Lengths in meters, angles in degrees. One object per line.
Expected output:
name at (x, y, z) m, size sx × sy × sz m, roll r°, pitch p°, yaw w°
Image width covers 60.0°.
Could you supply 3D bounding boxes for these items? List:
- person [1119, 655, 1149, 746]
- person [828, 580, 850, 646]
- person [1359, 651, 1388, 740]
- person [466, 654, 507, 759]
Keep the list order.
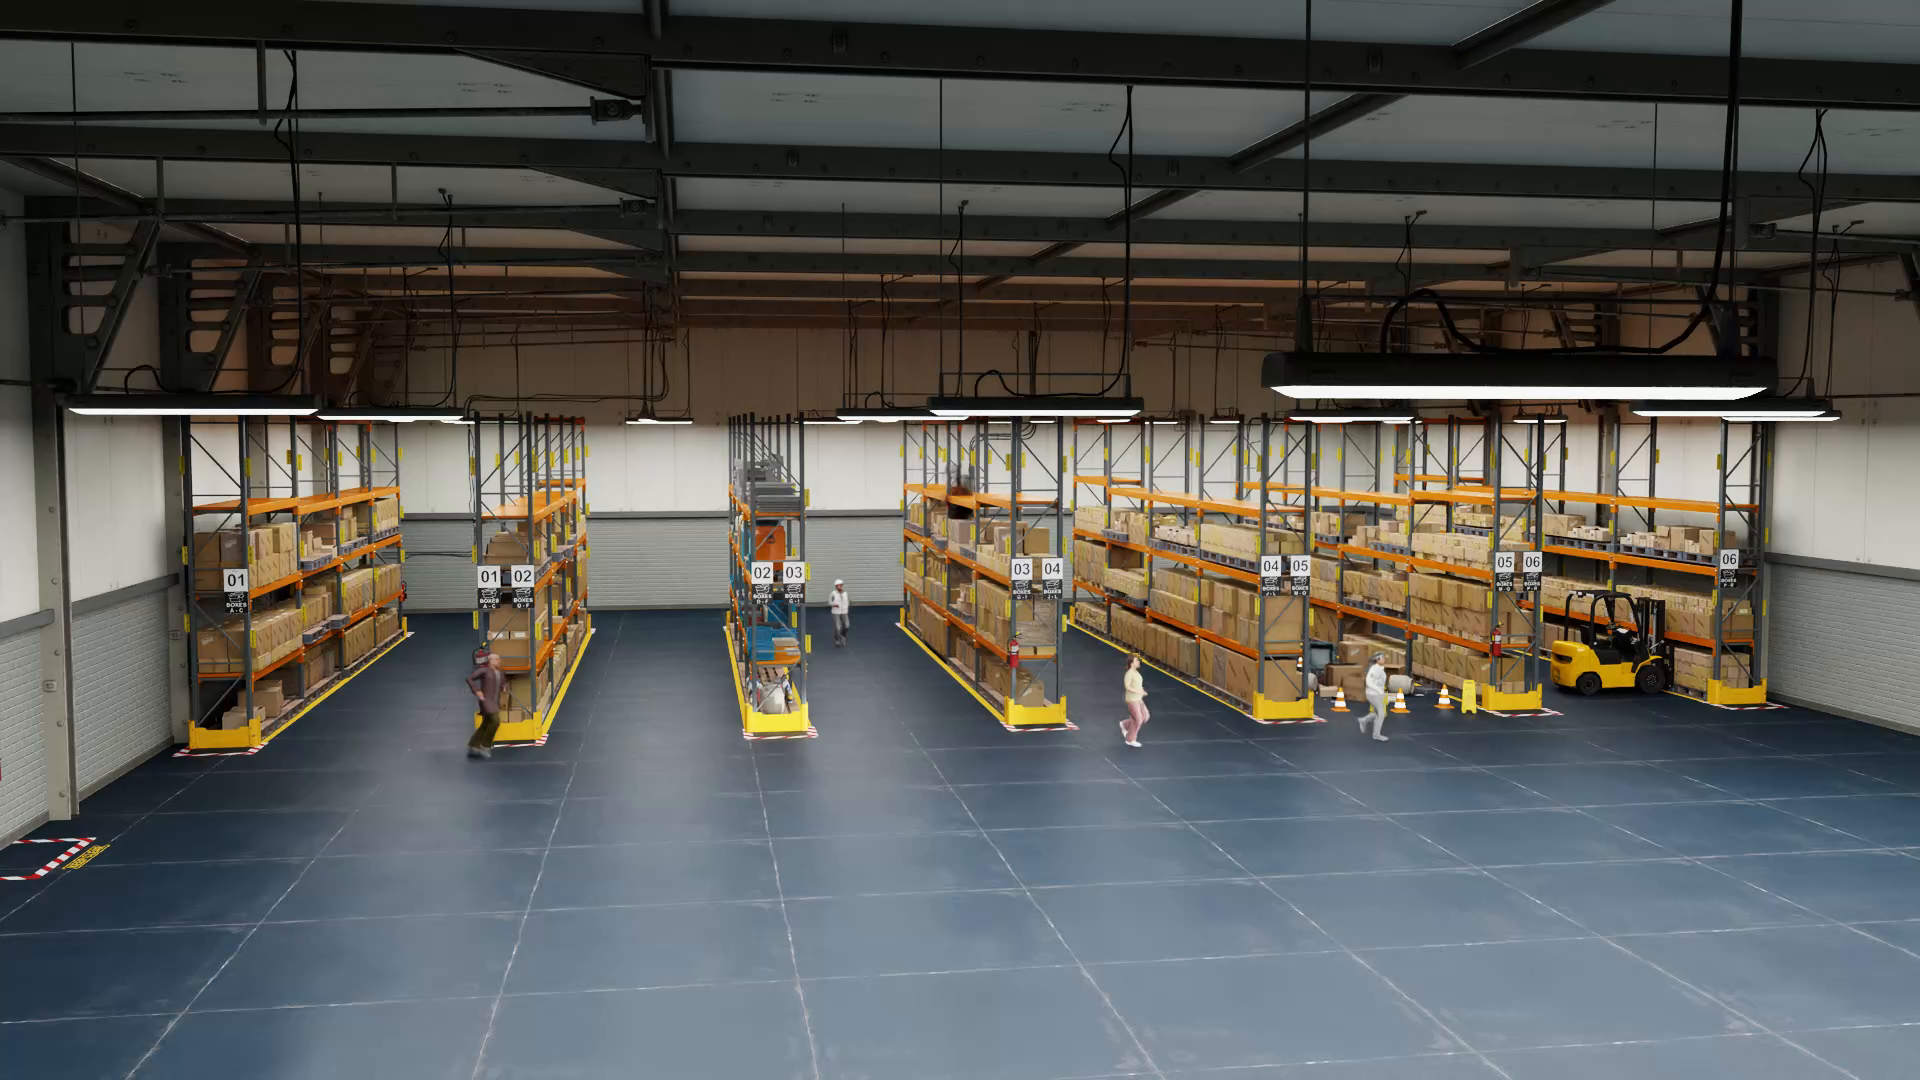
person at (3.113, 2.879, 29.865) m, size 0.561 × 1.636 × 0.617 m, roll 2°, pitch 4°, yaw 23°
person at (-3.104, 1.907, 43.272) m, size 0.634 × 1.750 × 0.656 m, roll -2°, pitch 4°, yaw -21°
person at (7.566, 2.840, 30.468) m, size 0.561 × 1.664 × 0.625 m, roll 3°, pitch 5°, yaw 35°
person at (-8.239, 2.880, 29.066) m, size 0.718 × 1.794 × 0.706 m, roll 1°, pitch 4°, yaw 19°
